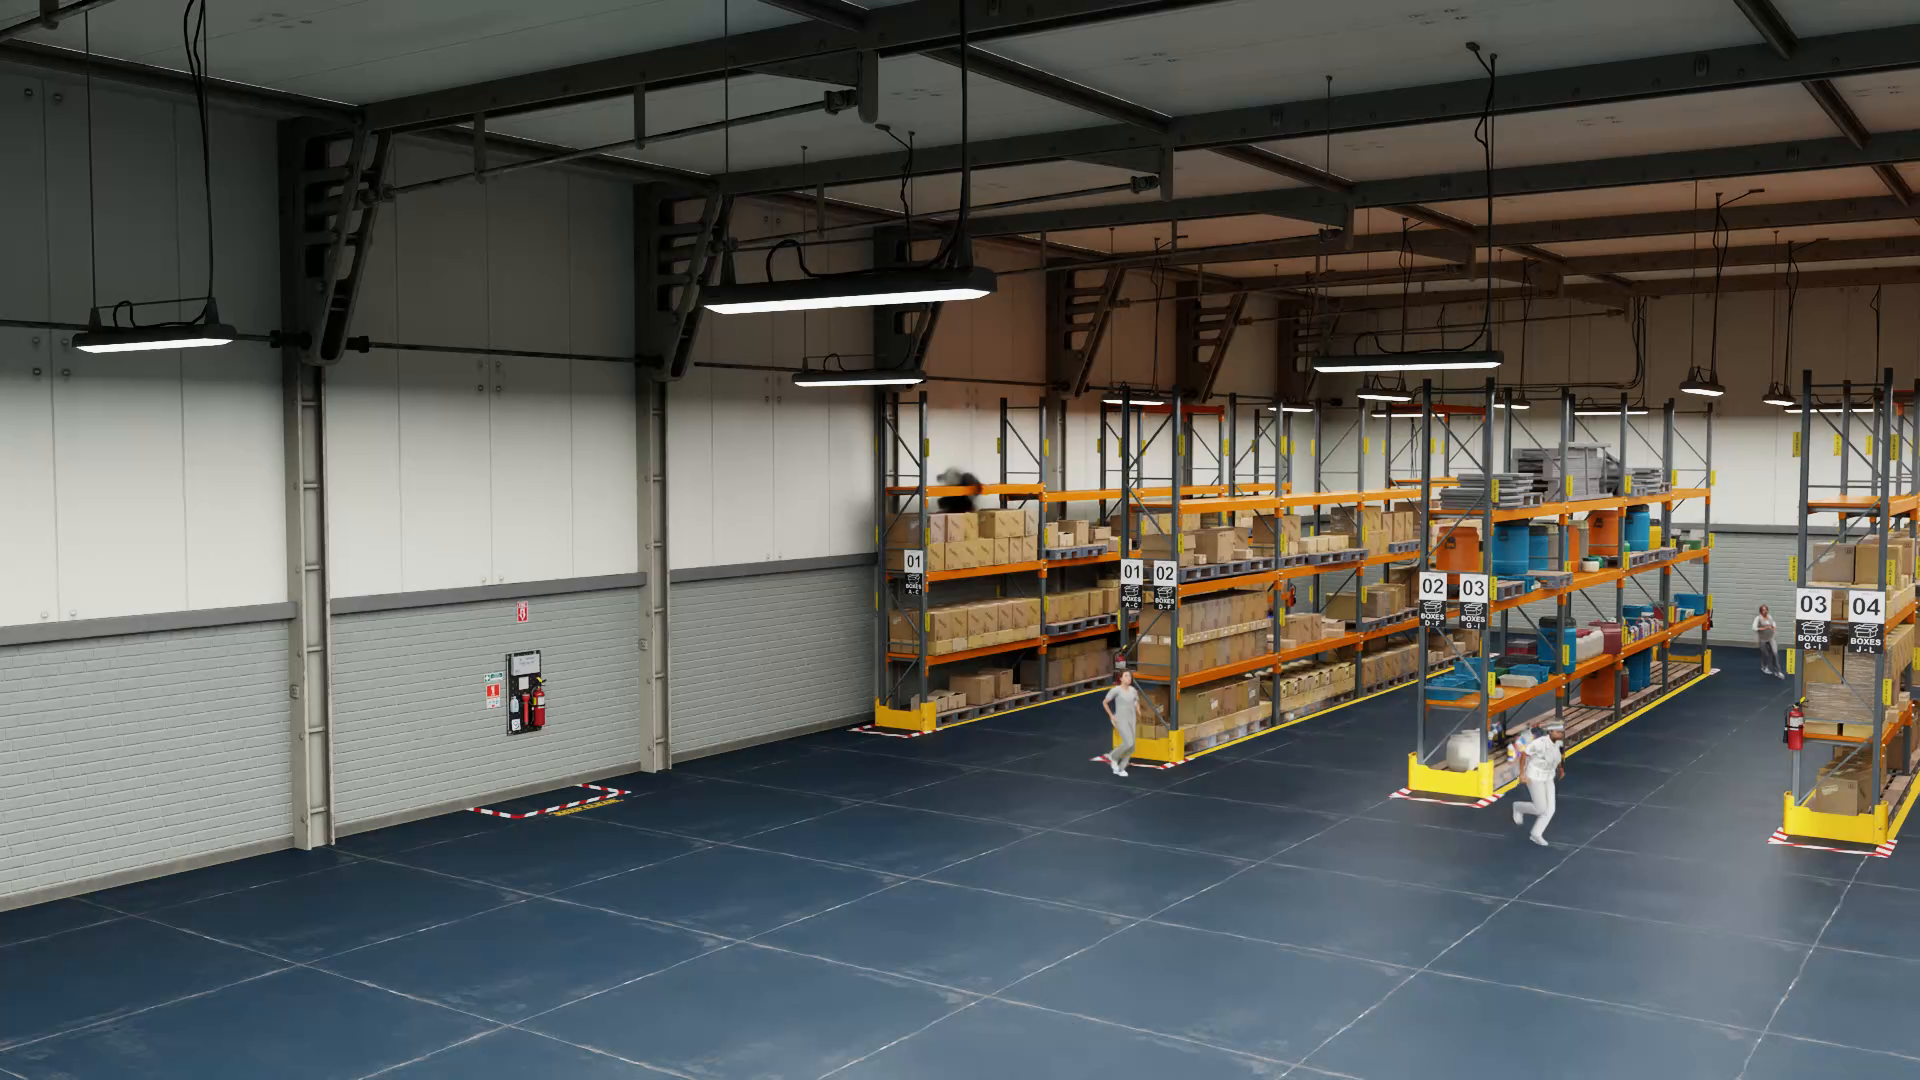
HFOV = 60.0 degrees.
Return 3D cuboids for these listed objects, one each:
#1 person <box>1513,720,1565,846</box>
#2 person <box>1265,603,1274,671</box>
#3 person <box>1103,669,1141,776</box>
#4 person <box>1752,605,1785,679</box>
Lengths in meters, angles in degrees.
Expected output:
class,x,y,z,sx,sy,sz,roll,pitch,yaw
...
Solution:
class,x,y,z,sx,sy,sz,roll,pitch,yaw
person,7.356,3.048,21.113,0.567,1.621,0.735,-2,4,-32
person,6.812,2.174,36.491,0.575,1.604,0.579,1,3,24
person,2.508,2.766,25.044,0.553,1.621,0.552,-2,4,-32
person,17.555,2.191,36.248,0.606,1.579,0.793,0,3,7
